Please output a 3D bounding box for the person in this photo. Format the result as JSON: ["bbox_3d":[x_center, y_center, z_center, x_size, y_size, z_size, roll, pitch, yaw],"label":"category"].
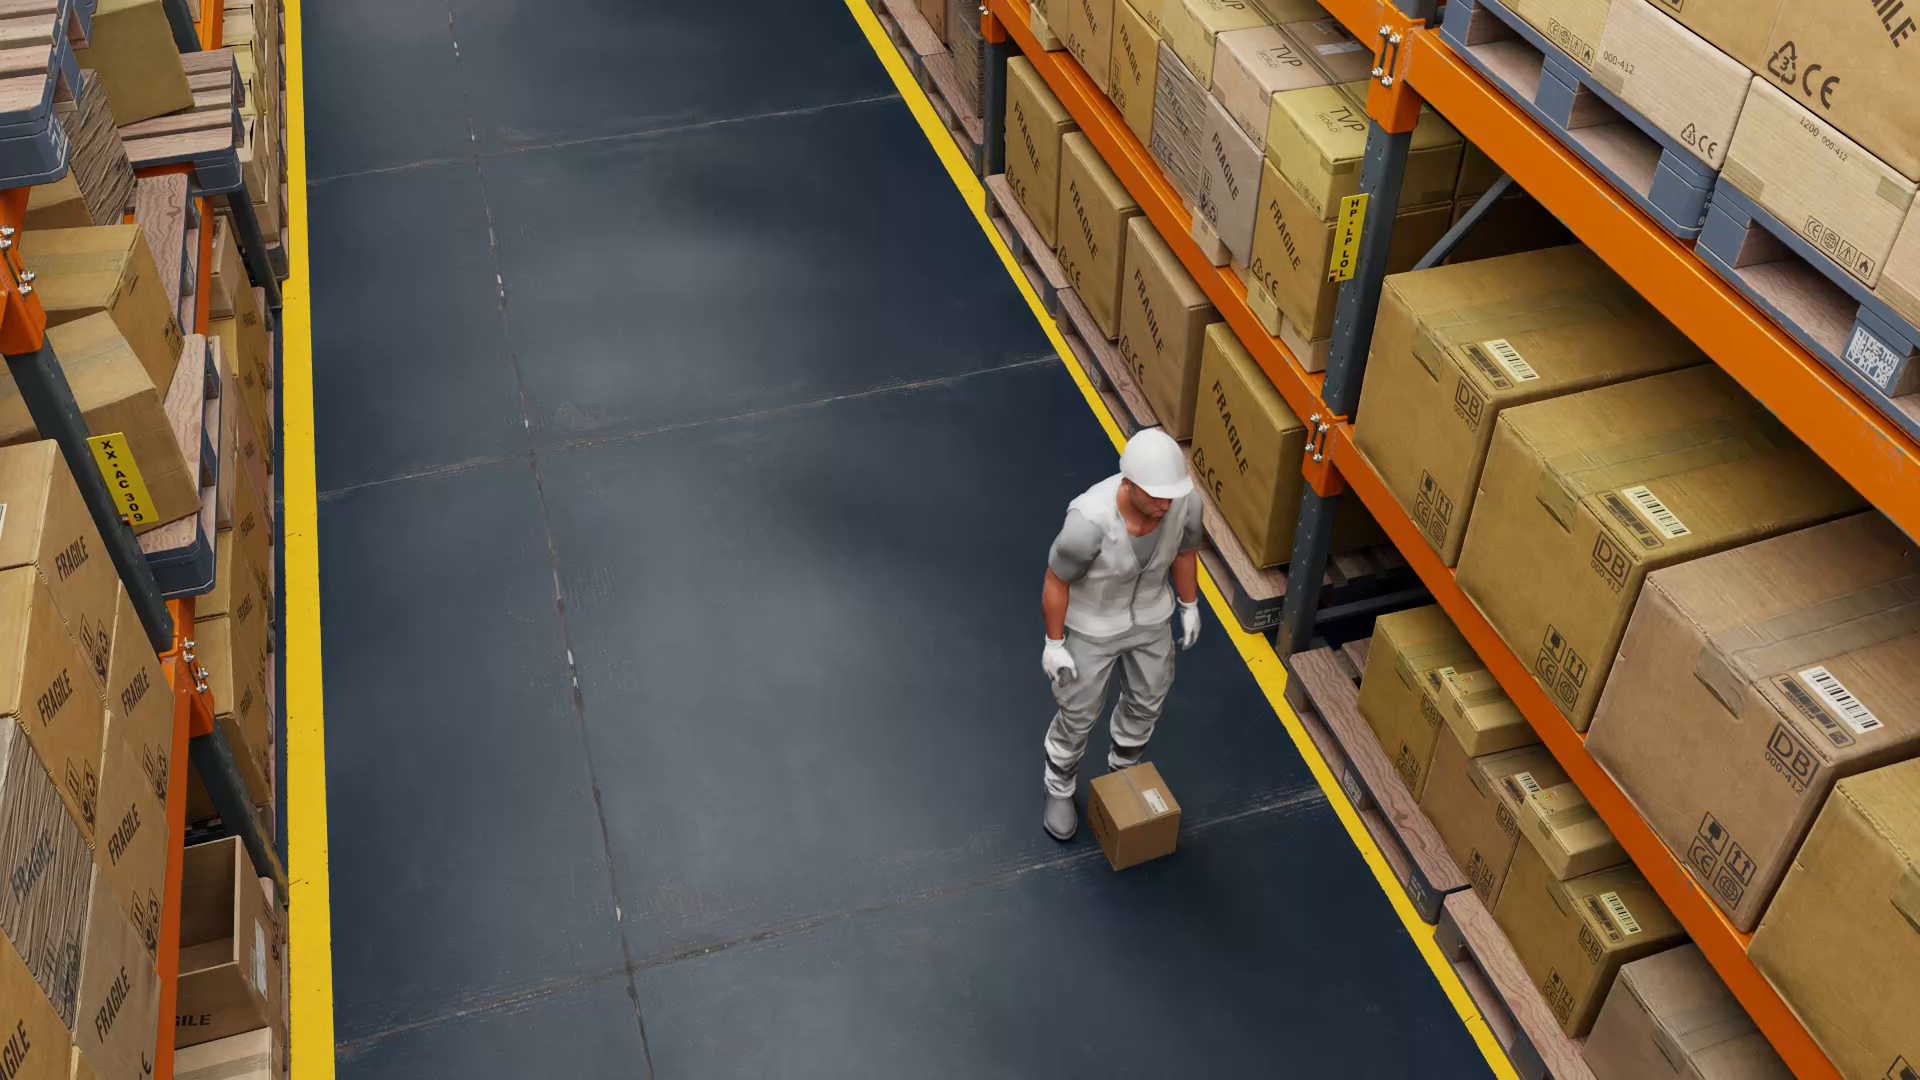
[{"bbox_3d":[0.567,0.312,5.801,0.618,1.779,0.452,-14,44,-15],"label":"person"}]
